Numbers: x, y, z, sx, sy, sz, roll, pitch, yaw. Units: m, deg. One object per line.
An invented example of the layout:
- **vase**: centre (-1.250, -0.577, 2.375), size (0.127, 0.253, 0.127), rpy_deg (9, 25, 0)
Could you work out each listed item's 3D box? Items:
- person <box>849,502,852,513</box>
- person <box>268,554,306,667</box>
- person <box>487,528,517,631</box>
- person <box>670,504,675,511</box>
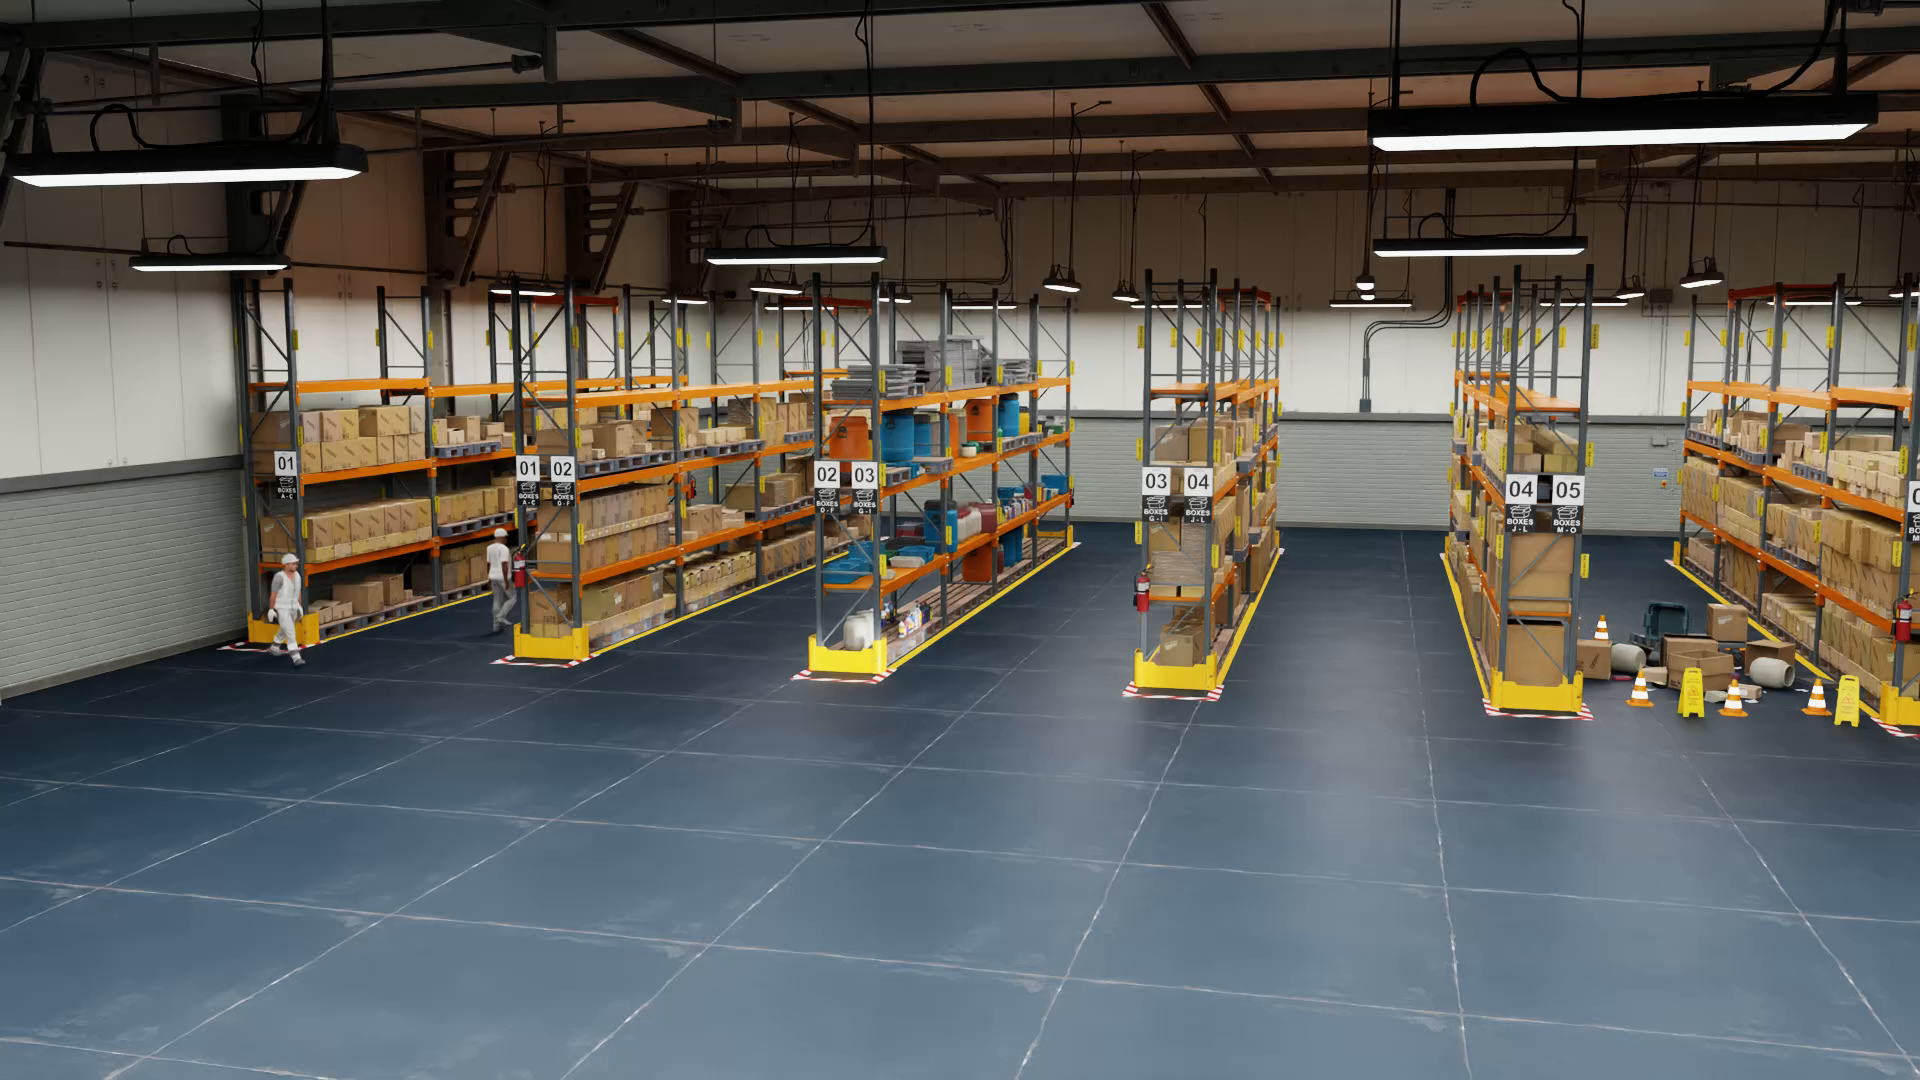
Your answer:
- **person**: centre (-2.635, -0.994, 43.276), size (0.813, 1.628, 0.468), rpy_deg (-4, 8, -33)
- **person**: centre (-10.454, 1.066, 25.794), size (1.143, 1.728, 0.572), rpy_deg (4, 8, 32)
- **person**: centre (-7.962, 0.682, 28.755), size (0.601, 1.753, 0.538), rpy_deg (3, 7, 23)
- **person**: centre (-5.935, -0.008, 35.275), size (0.562, 1.592, 0.696), rpy_deg (3, 8, 24)
